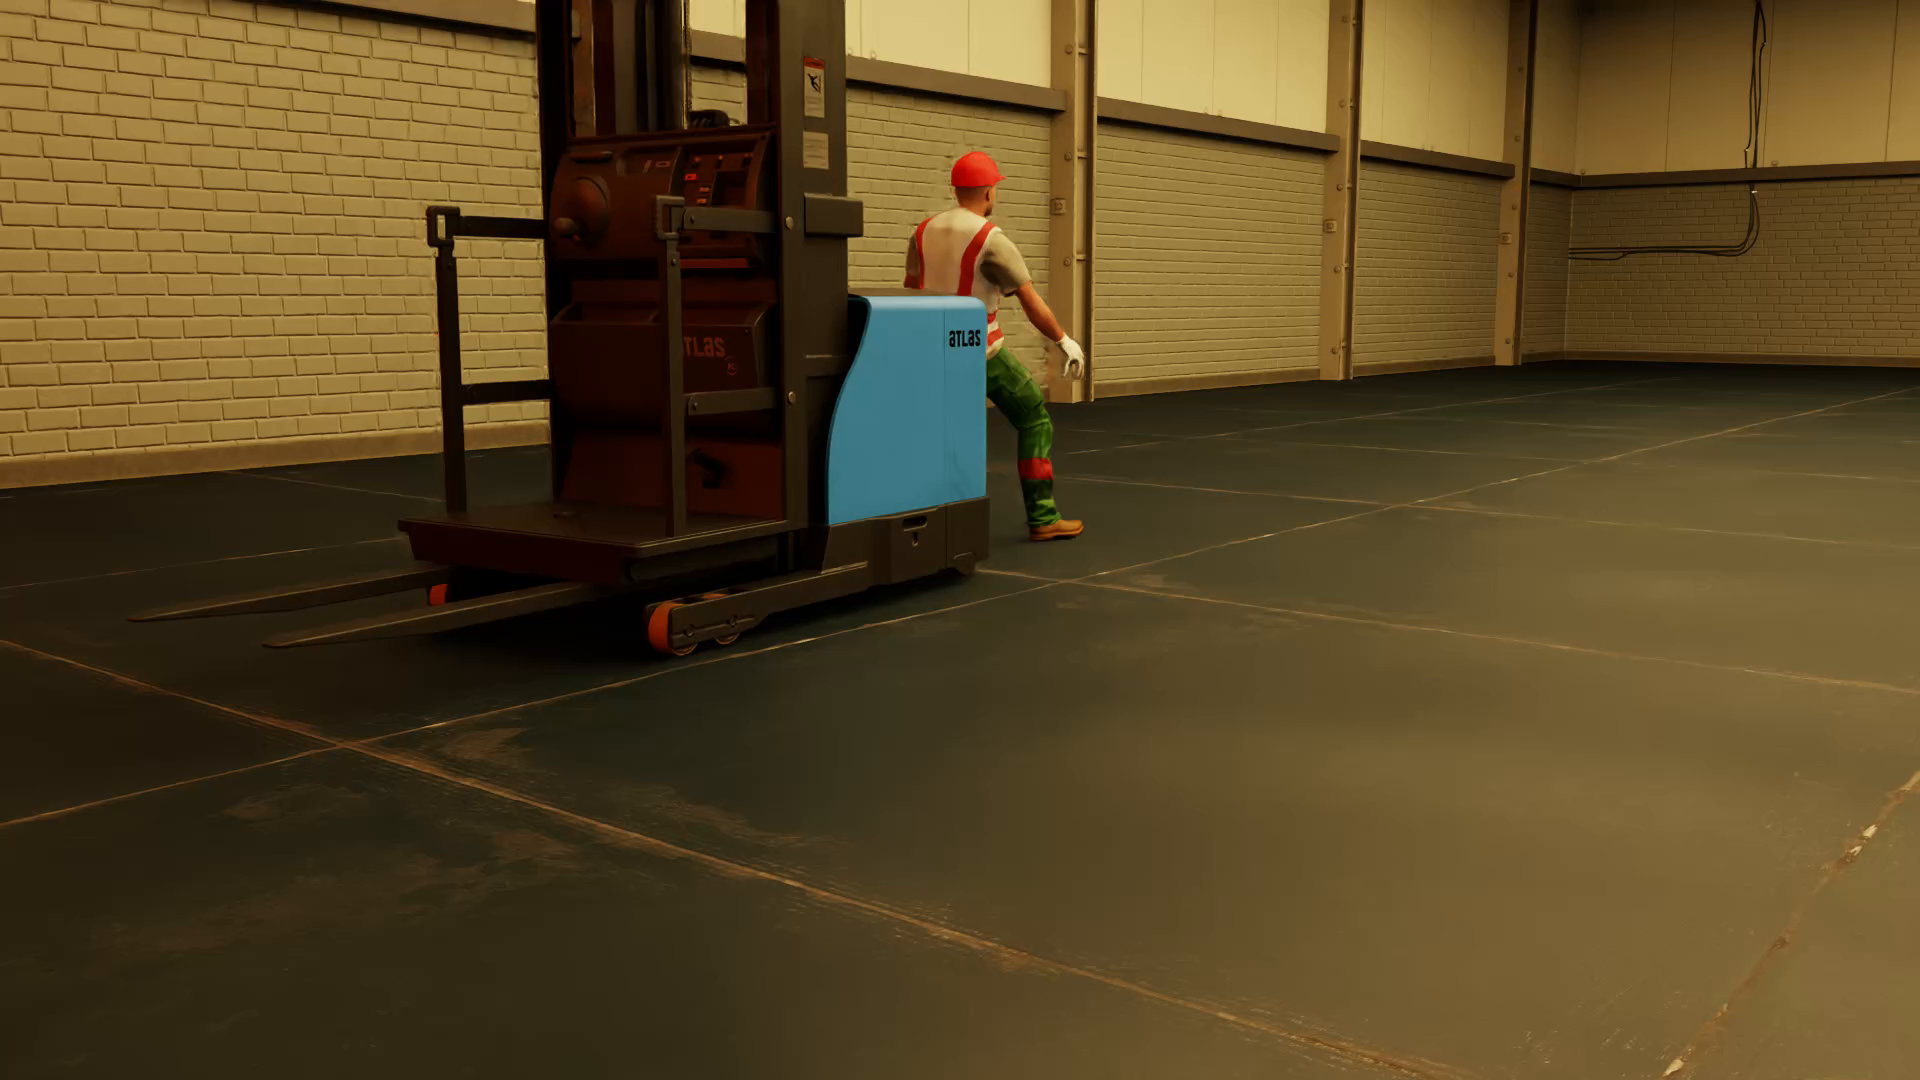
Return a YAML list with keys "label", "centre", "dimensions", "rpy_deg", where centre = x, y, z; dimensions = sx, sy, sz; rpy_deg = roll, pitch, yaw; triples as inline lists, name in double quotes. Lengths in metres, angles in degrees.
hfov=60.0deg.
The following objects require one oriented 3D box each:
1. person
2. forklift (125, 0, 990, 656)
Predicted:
- label: "person"
  centre: [0.140, -0.857, 7.419]
  dimensions: [0.810, 1.700, 0.570]
  rpy_deg: [7, 11, 40]
- label: "forklift"
  centre: [-1.118, -1.177, 5.327]
  dimensions: [1.130, 2.935, 3.031]
  rpy_deg: [6, 10, 33]
